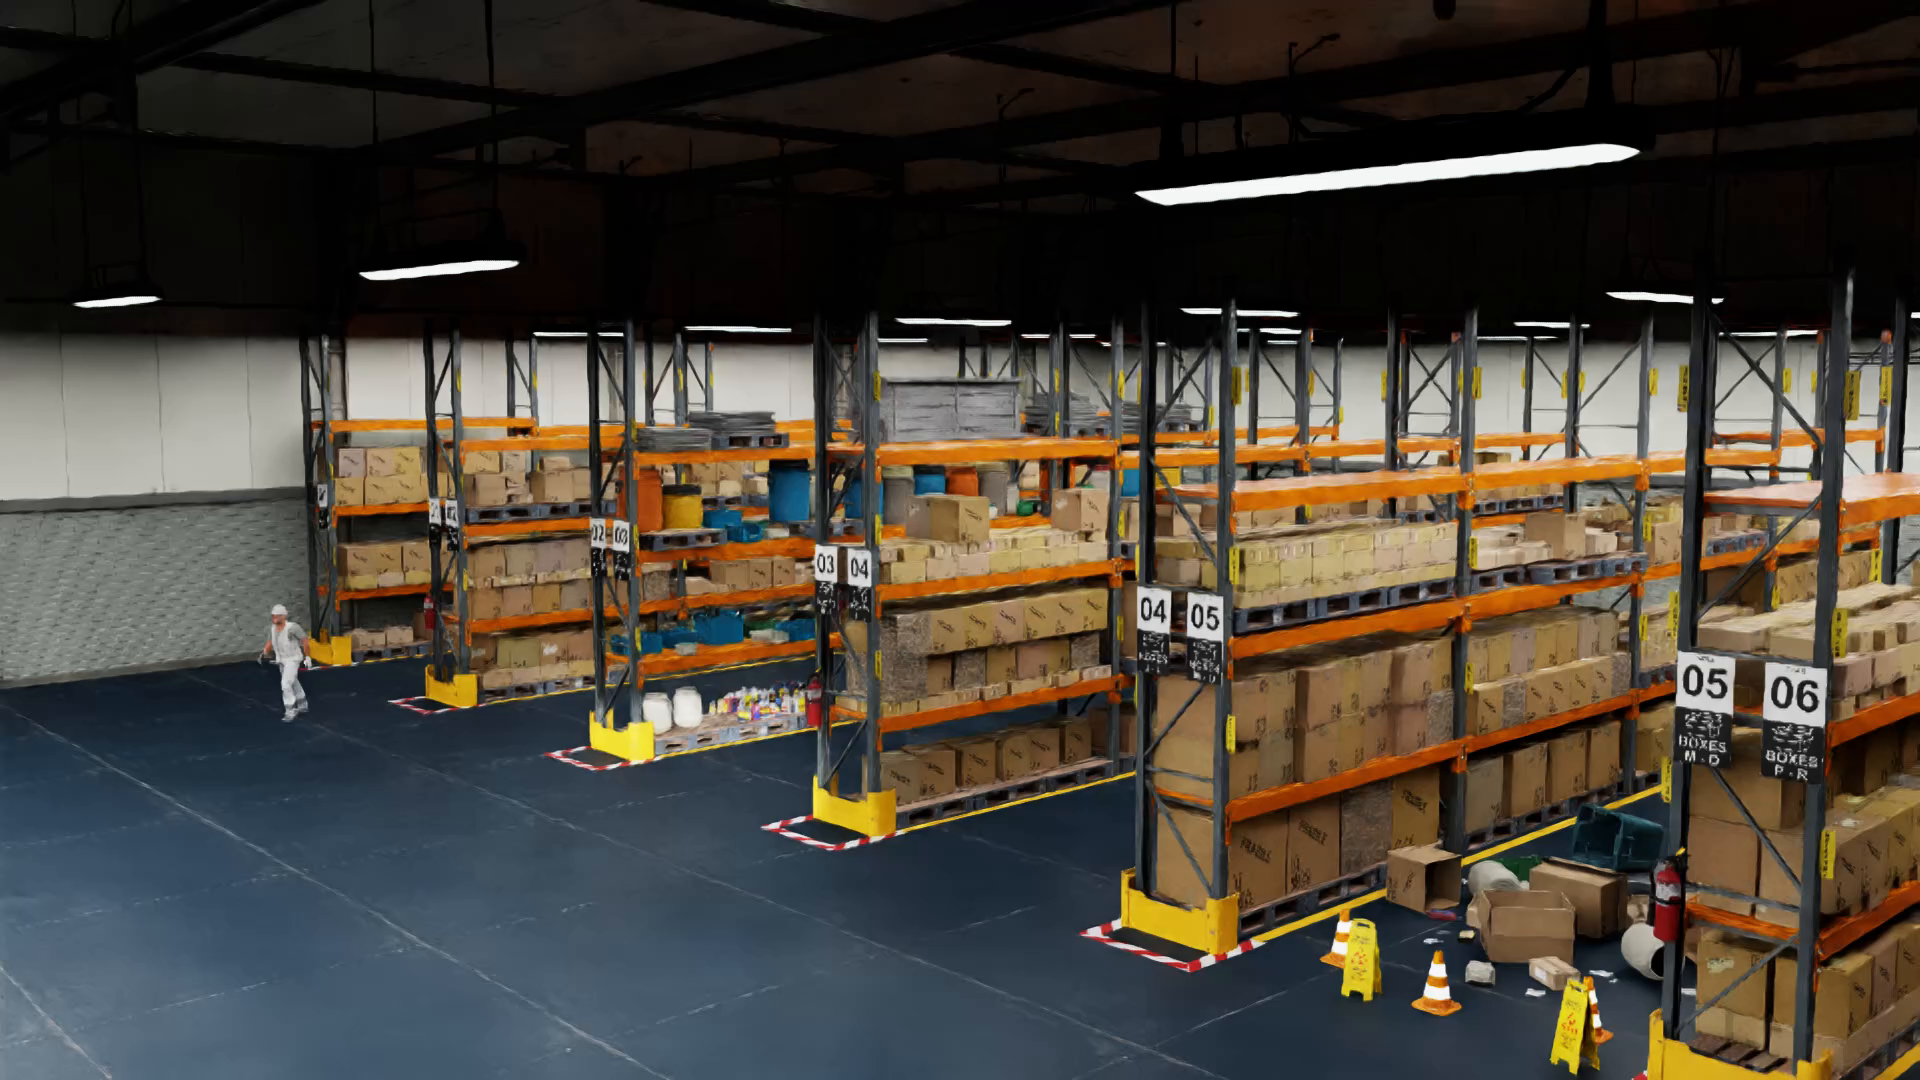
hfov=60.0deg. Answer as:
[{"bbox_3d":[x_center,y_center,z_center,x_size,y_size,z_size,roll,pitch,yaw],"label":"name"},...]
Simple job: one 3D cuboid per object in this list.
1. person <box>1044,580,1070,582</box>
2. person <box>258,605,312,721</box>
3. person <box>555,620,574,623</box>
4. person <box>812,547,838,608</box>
[{"bbox_3d":[1.823,1.161,31.275,0.867,1.709,0.686,-4,7,-37],"label":"person"},{"bbox_3d":[-9.982,1.802,24.736,0.686,1.716,0.829,3,7,29],"label":"person"},{"bbox_3d":[-6.944,1.415,29.244,0.507,1.619,0.598,-6,8,-44],"label":"person"},{"bbox_3d":[-2.930,0.825,34.918,1.073,1.584,0.499,-6,8,-44],"label":"person"}]
